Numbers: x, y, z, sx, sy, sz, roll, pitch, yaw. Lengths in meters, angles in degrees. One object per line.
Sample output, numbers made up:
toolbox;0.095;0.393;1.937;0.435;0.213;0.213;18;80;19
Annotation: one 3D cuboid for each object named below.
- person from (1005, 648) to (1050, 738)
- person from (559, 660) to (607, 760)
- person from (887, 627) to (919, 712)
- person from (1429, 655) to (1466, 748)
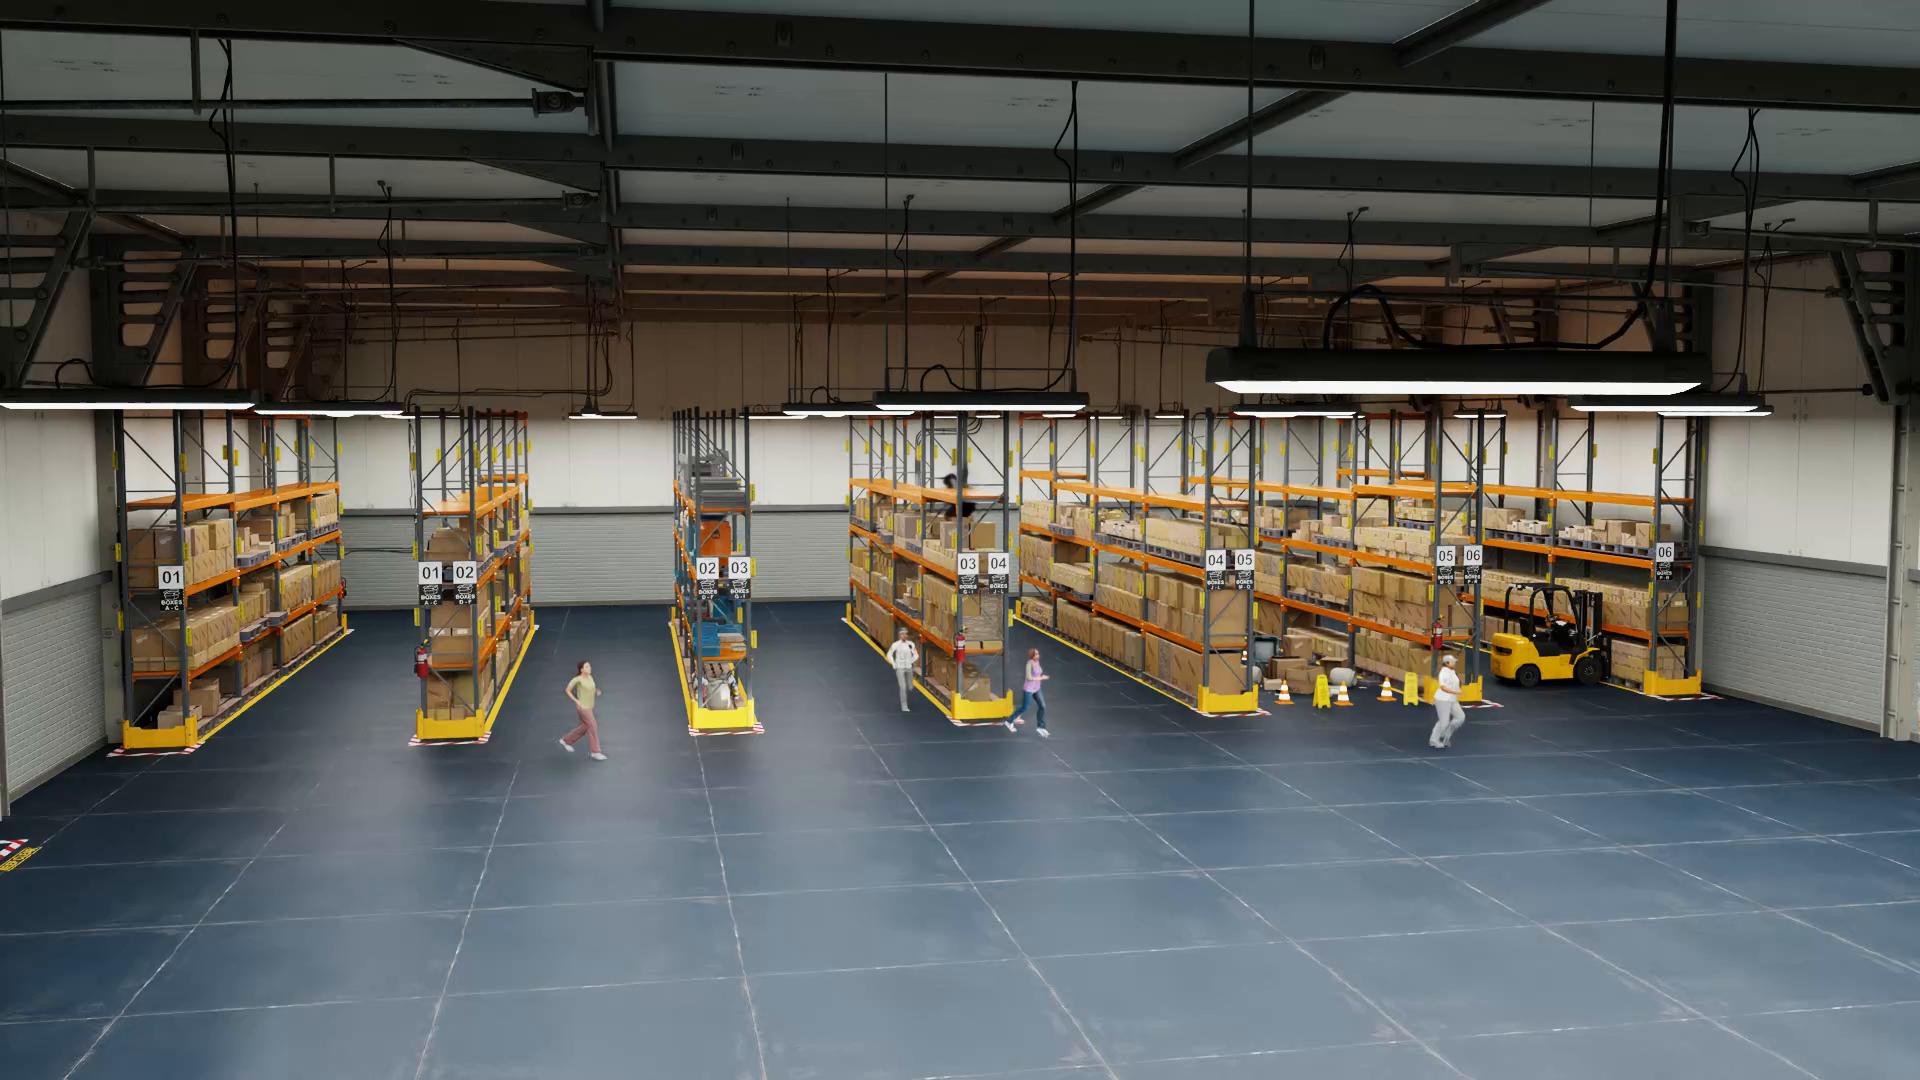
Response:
person;1.256;2.777;30.320;0.851;1.617;0.549;2;5;31
person;-6.408;2.876;28.314;0.891;1.681;0.564;1;4;17
person;-1.125;2.544;32.997;0.625;1.660;0.748;-1;4;-16
person;8.569;2.838;29.135;0.651;1.674;0.624;3;5;37
